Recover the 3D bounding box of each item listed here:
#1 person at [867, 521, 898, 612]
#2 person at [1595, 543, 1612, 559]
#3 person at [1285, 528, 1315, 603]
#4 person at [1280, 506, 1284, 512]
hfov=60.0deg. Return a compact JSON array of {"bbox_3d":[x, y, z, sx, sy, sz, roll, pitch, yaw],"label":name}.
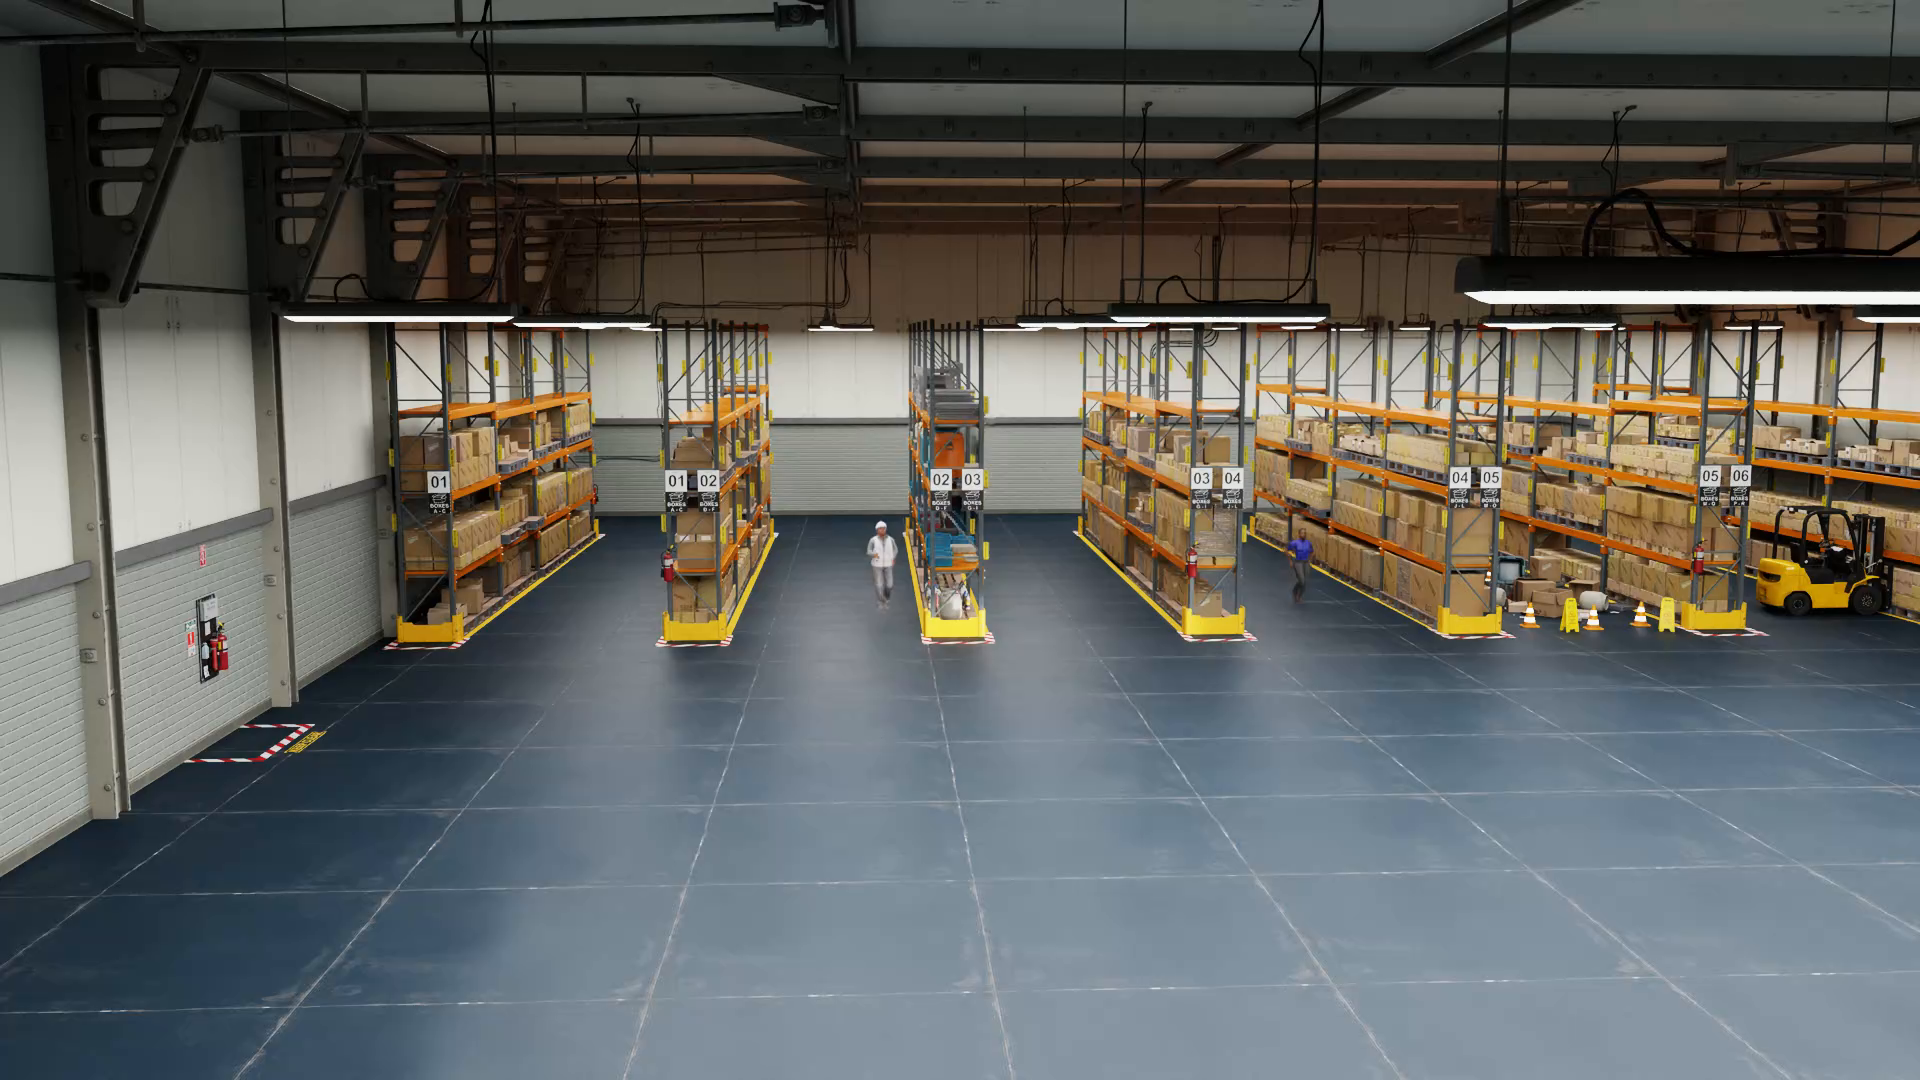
[{"bbox_3d":[-1.504,0.542,32.768,0.647,1.803,0.605,-1,7,-11],"label":"person"},{"bbox_3d":[16.009,-0.196,41.247,0.542,1.635,0.631,-1,7,-5],"label":"person"},{"bbox_3d":[7.261,0.564,35.266,0.564,1.602,0.603,-2,7,-15],"label":"person"},{"bbox_3d":[9.625,-1.091,48.853,0.567,1.614,0.647,4,8,32],"label":"person"}]
